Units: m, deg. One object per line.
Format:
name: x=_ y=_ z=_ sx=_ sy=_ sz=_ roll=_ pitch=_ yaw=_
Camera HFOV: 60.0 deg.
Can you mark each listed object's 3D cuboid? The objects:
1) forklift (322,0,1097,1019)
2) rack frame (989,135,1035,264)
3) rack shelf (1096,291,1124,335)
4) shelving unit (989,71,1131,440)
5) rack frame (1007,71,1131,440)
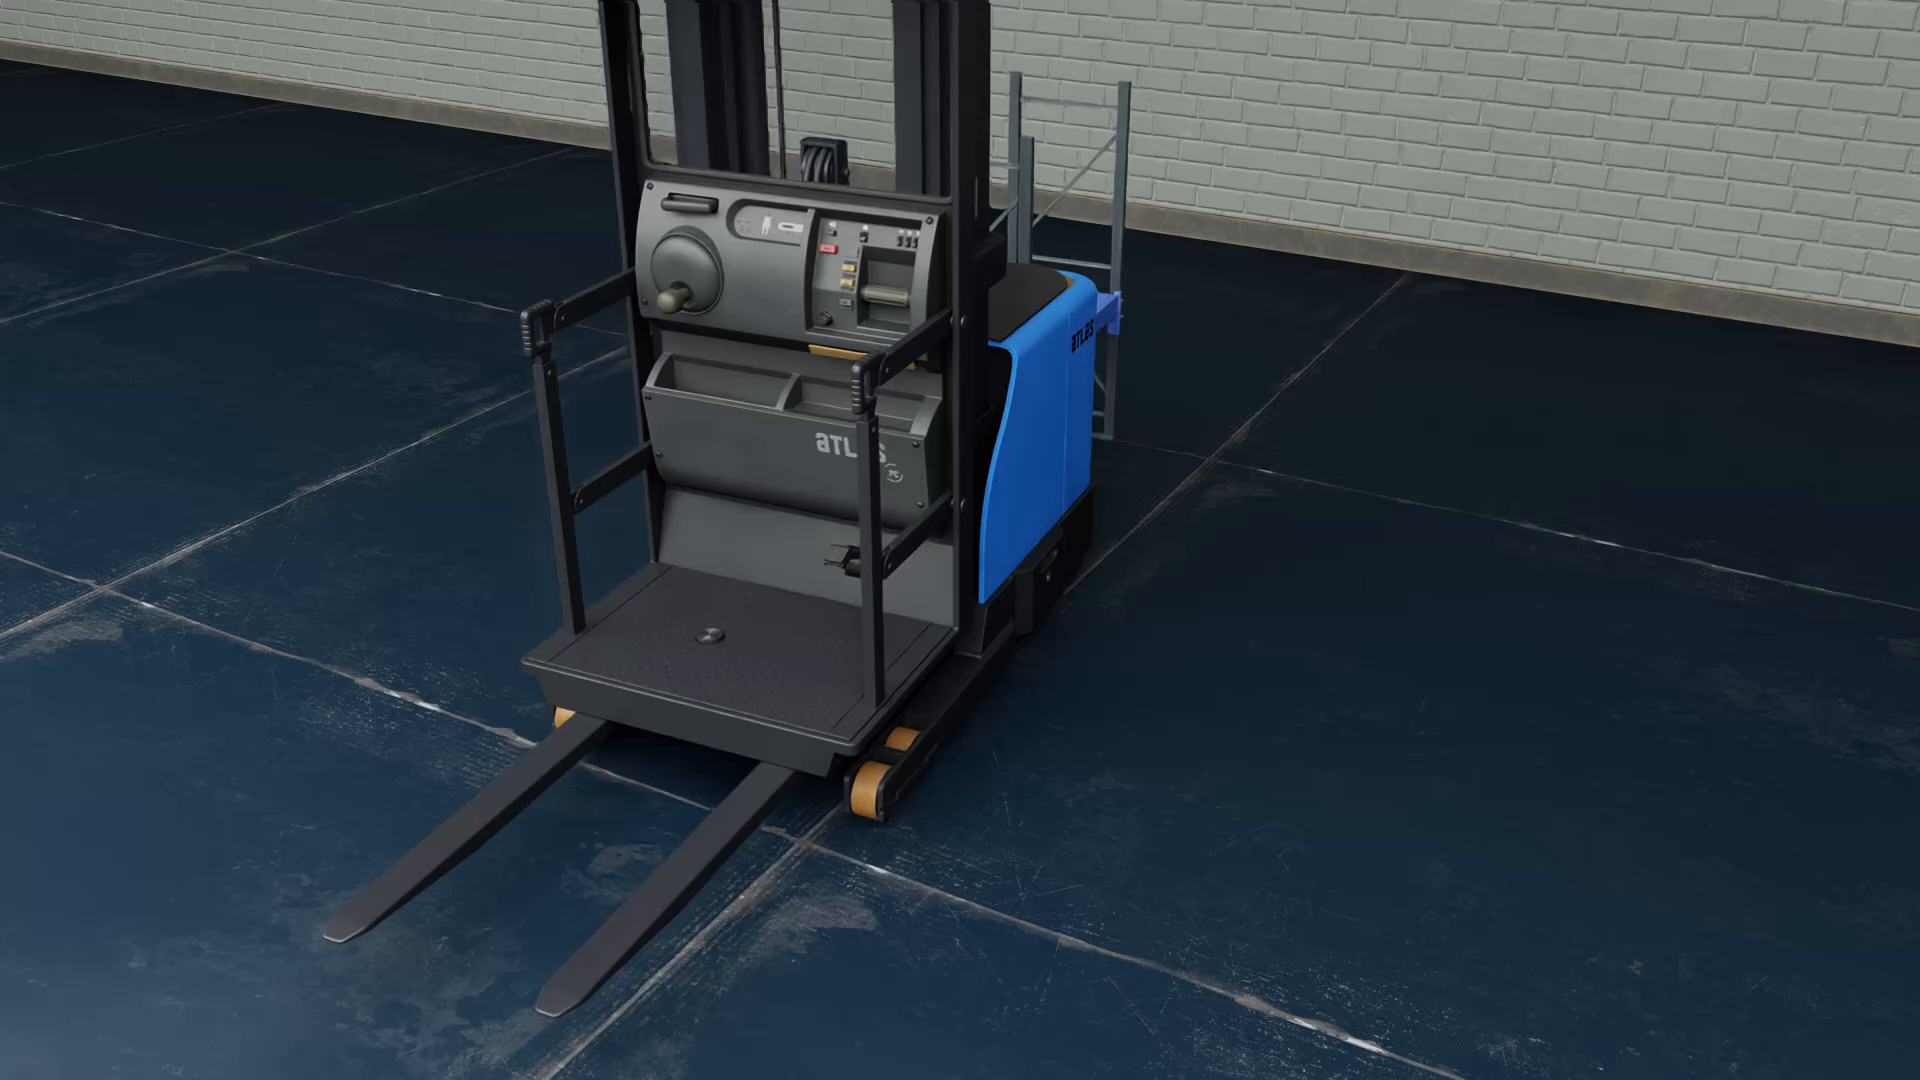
forklift: x=-0.578 y=-0.741 z=4.456 sx=1.130 sy=2.935 sz=3.031 roll=11 pitch=29 yaw=21
rack frame: x=0.019 y=-0.733 z=6.038 sx=0.500 sy=1.500 sz=0.032 roll=11 pitch=29 yaw=21
rack shelf: x=0.225 y=-0.780 z=6.534 sx=0.538 sy=0.185 sz=1.000 roll=11 pitch=29 yaw=21
shelving unit: x=0.225 y=-0.941 z=6.454 sx=0.538 sy=1.500 sz=1.048 roll=11 pitch=29 yaw=21
rack frame: x=0.431 y=-1.149 z=6.869 sx=0.500 sy=1.500 sz=0.032 roll=11 pitch=29 yaw=21
